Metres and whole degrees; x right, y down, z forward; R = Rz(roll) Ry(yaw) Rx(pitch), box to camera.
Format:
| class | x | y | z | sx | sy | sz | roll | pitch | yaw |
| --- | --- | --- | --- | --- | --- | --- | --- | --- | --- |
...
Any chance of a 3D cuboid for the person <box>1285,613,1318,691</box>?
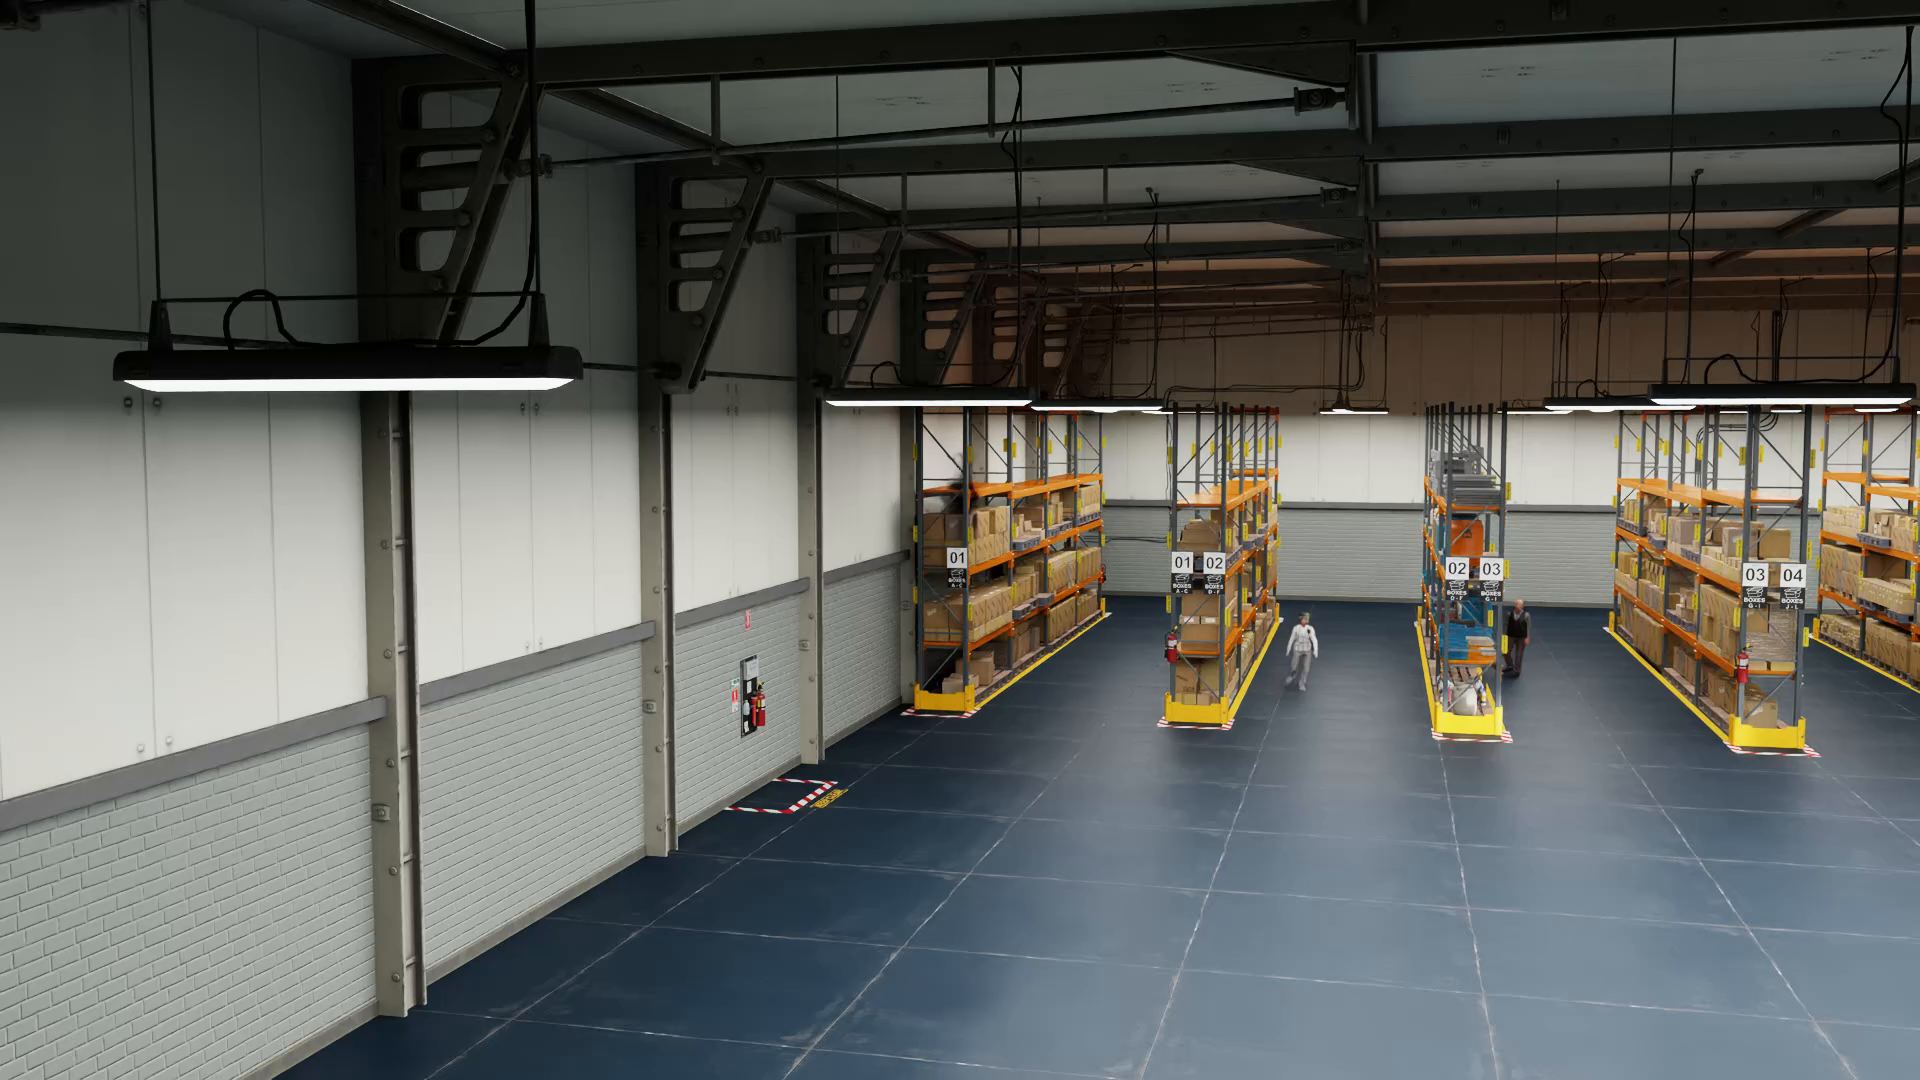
| class | x | y | z | sx | sy | sz | roll | pitch | yaw |
| --- | --- | --- | --- | --- | --- | --- | --- | --- | --- |
| person | 7.163 | 2.326 | 34.867 | 0.643 | 1.648 | 0.641 | 1 | 4 | 7 |

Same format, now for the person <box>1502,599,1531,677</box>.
| class | x | y | z | sx | sy | sz | roll | pitch | yaw |
| --- | --- | --- | --- | --- | --- | --- | --- | --- | --- |
| person | 12.243 | 2.152 | 36.614 | 0.617 | 1.712 | 0.438 | 2 | 5 | 28 |
